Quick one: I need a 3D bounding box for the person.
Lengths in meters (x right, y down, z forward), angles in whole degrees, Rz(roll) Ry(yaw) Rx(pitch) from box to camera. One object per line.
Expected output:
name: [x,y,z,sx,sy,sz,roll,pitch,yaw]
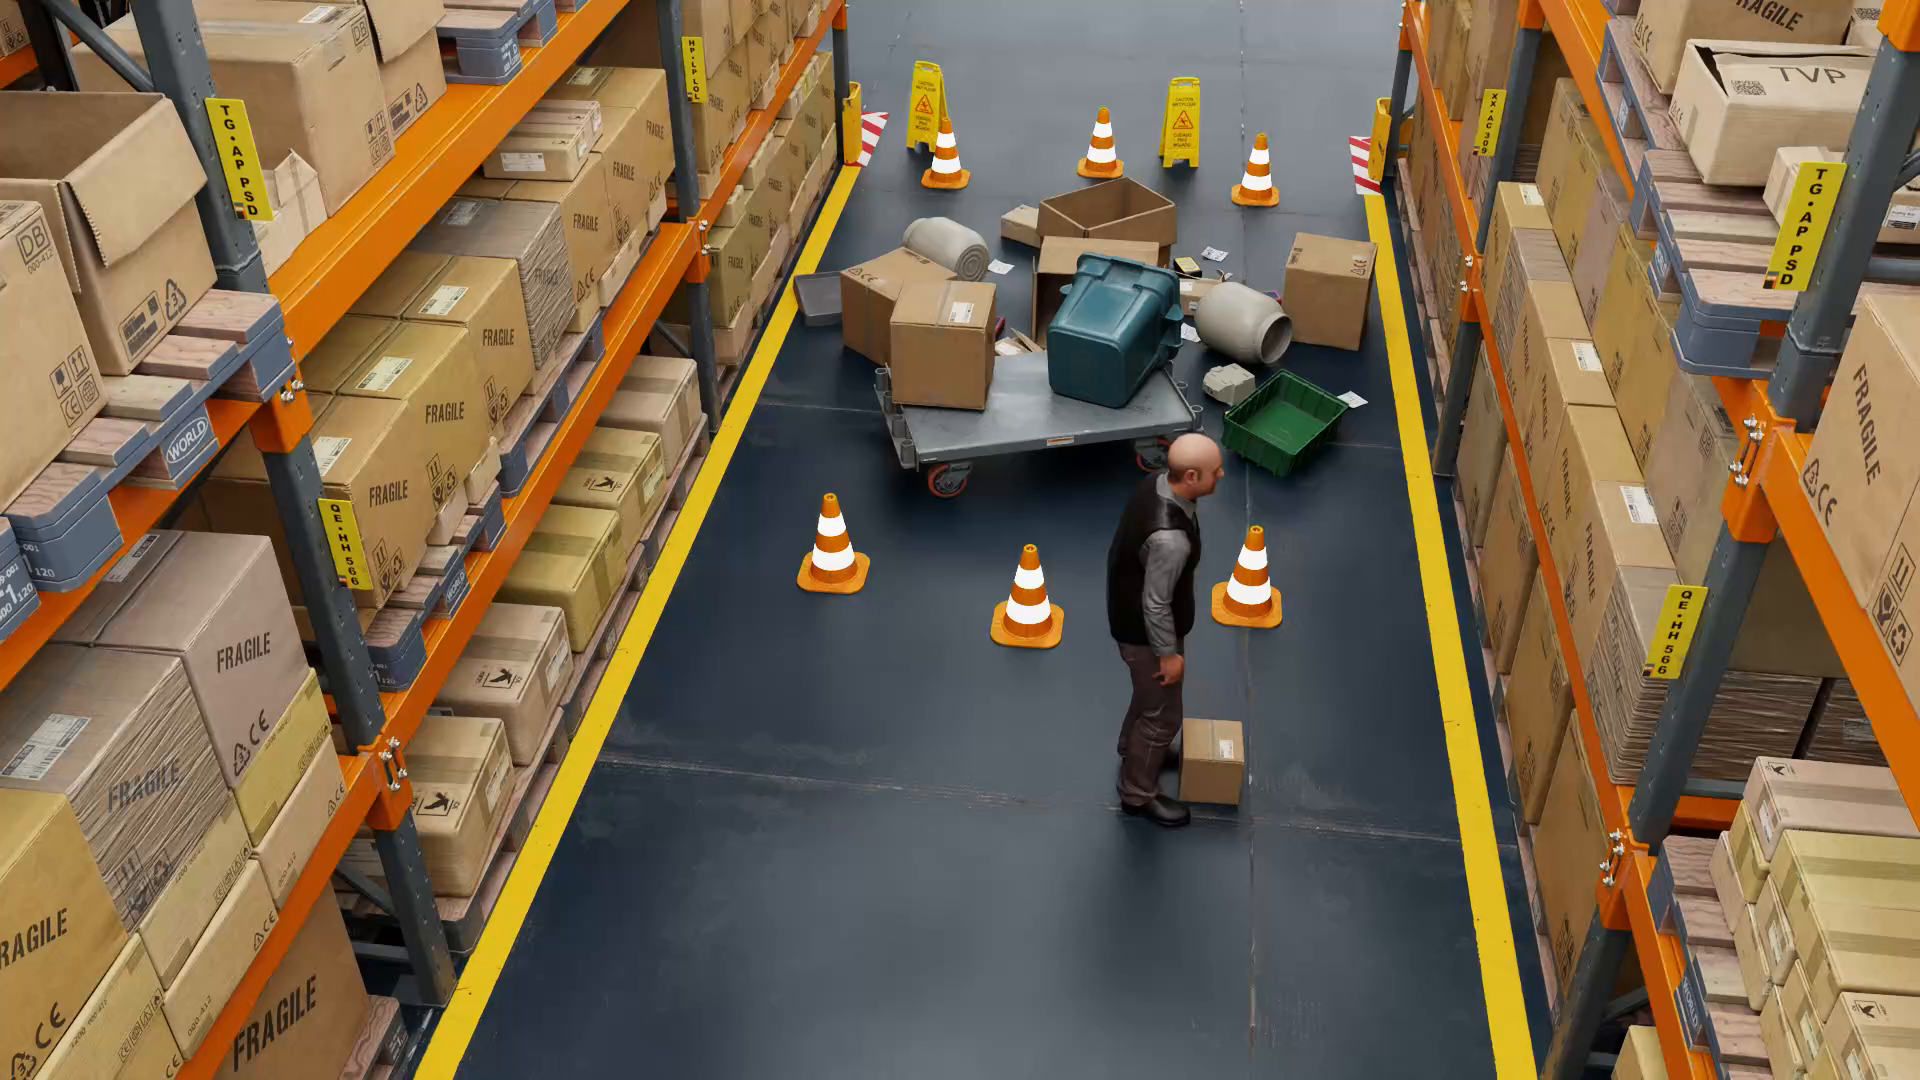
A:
person: [0.780,0.323,6.614,0.412,1.720,0.585,4,36,5]
